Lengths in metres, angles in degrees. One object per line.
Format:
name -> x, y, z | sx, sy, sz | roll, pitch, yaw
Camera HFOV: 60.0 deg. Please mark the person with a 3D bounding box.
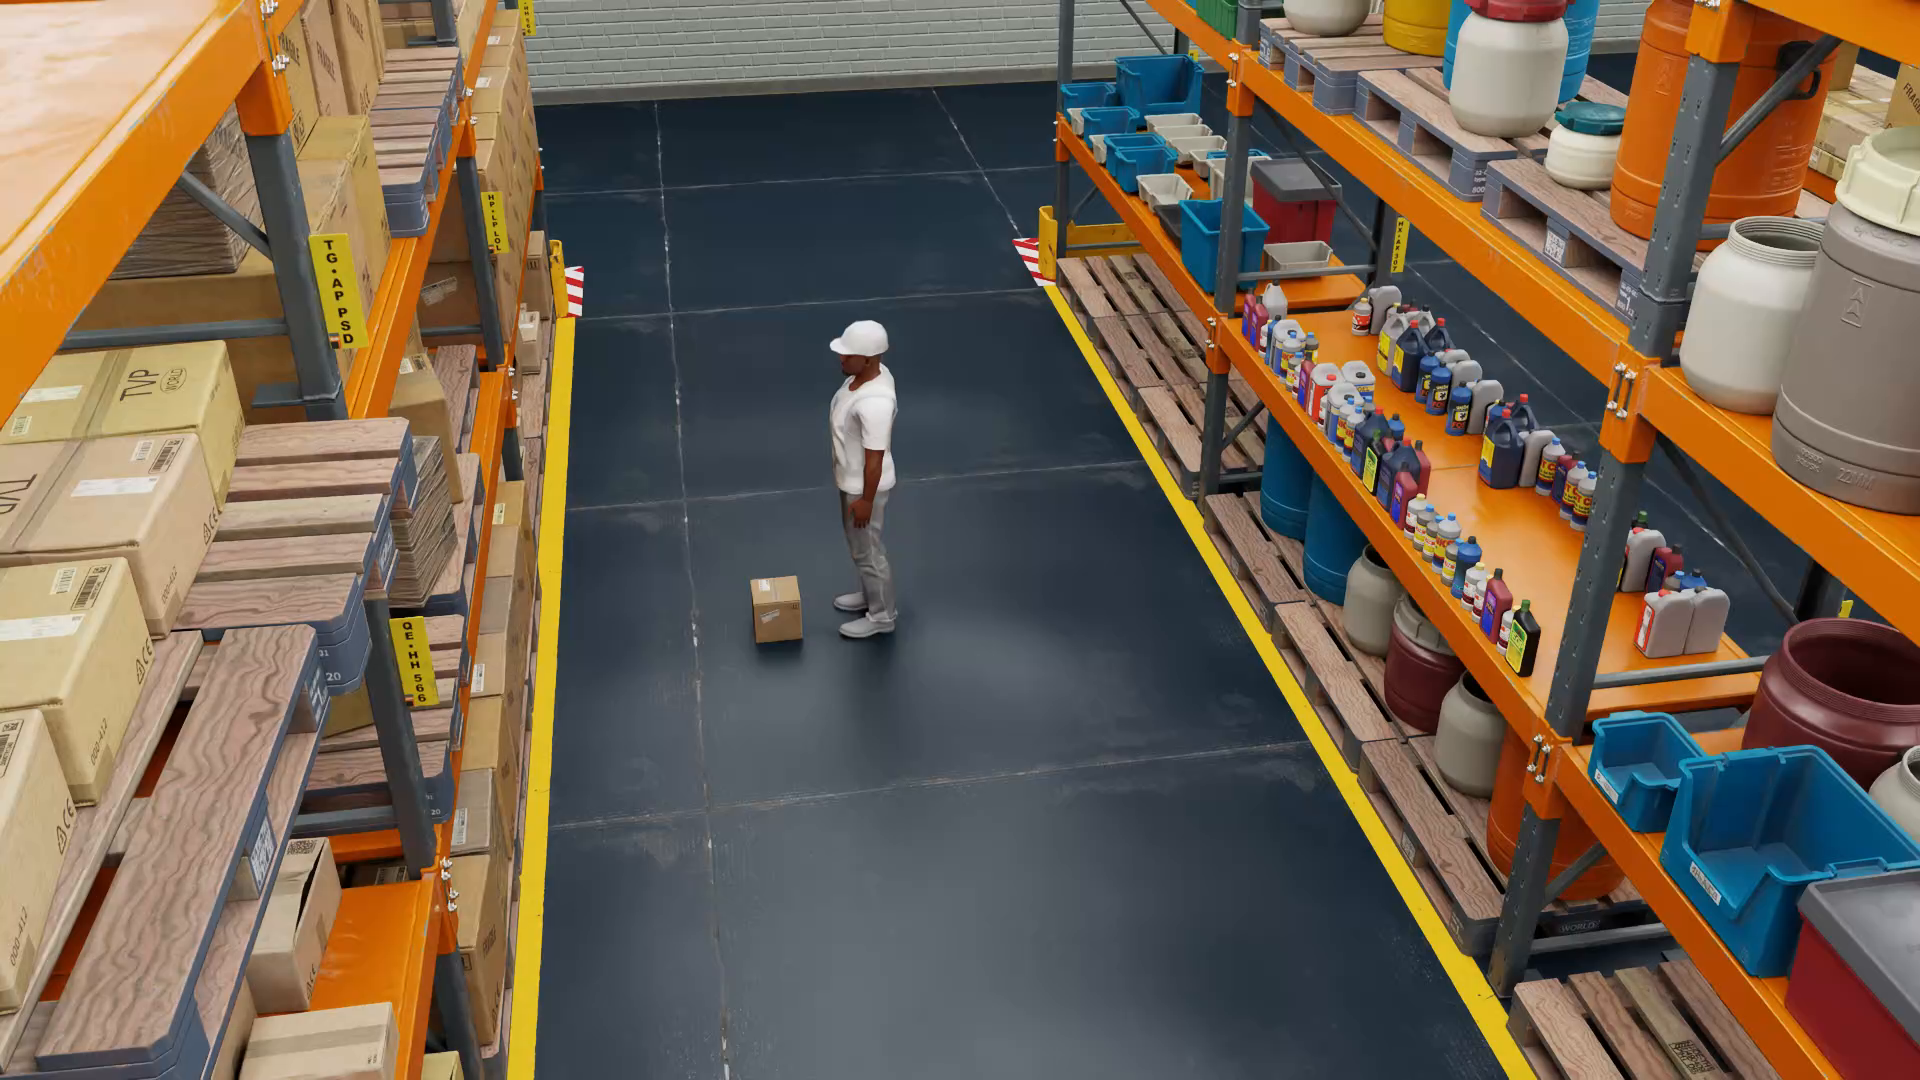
person -> -0.498, -0.316, 8.654 | 0.355, 1.761, 0.563 | -5, 31, -8
